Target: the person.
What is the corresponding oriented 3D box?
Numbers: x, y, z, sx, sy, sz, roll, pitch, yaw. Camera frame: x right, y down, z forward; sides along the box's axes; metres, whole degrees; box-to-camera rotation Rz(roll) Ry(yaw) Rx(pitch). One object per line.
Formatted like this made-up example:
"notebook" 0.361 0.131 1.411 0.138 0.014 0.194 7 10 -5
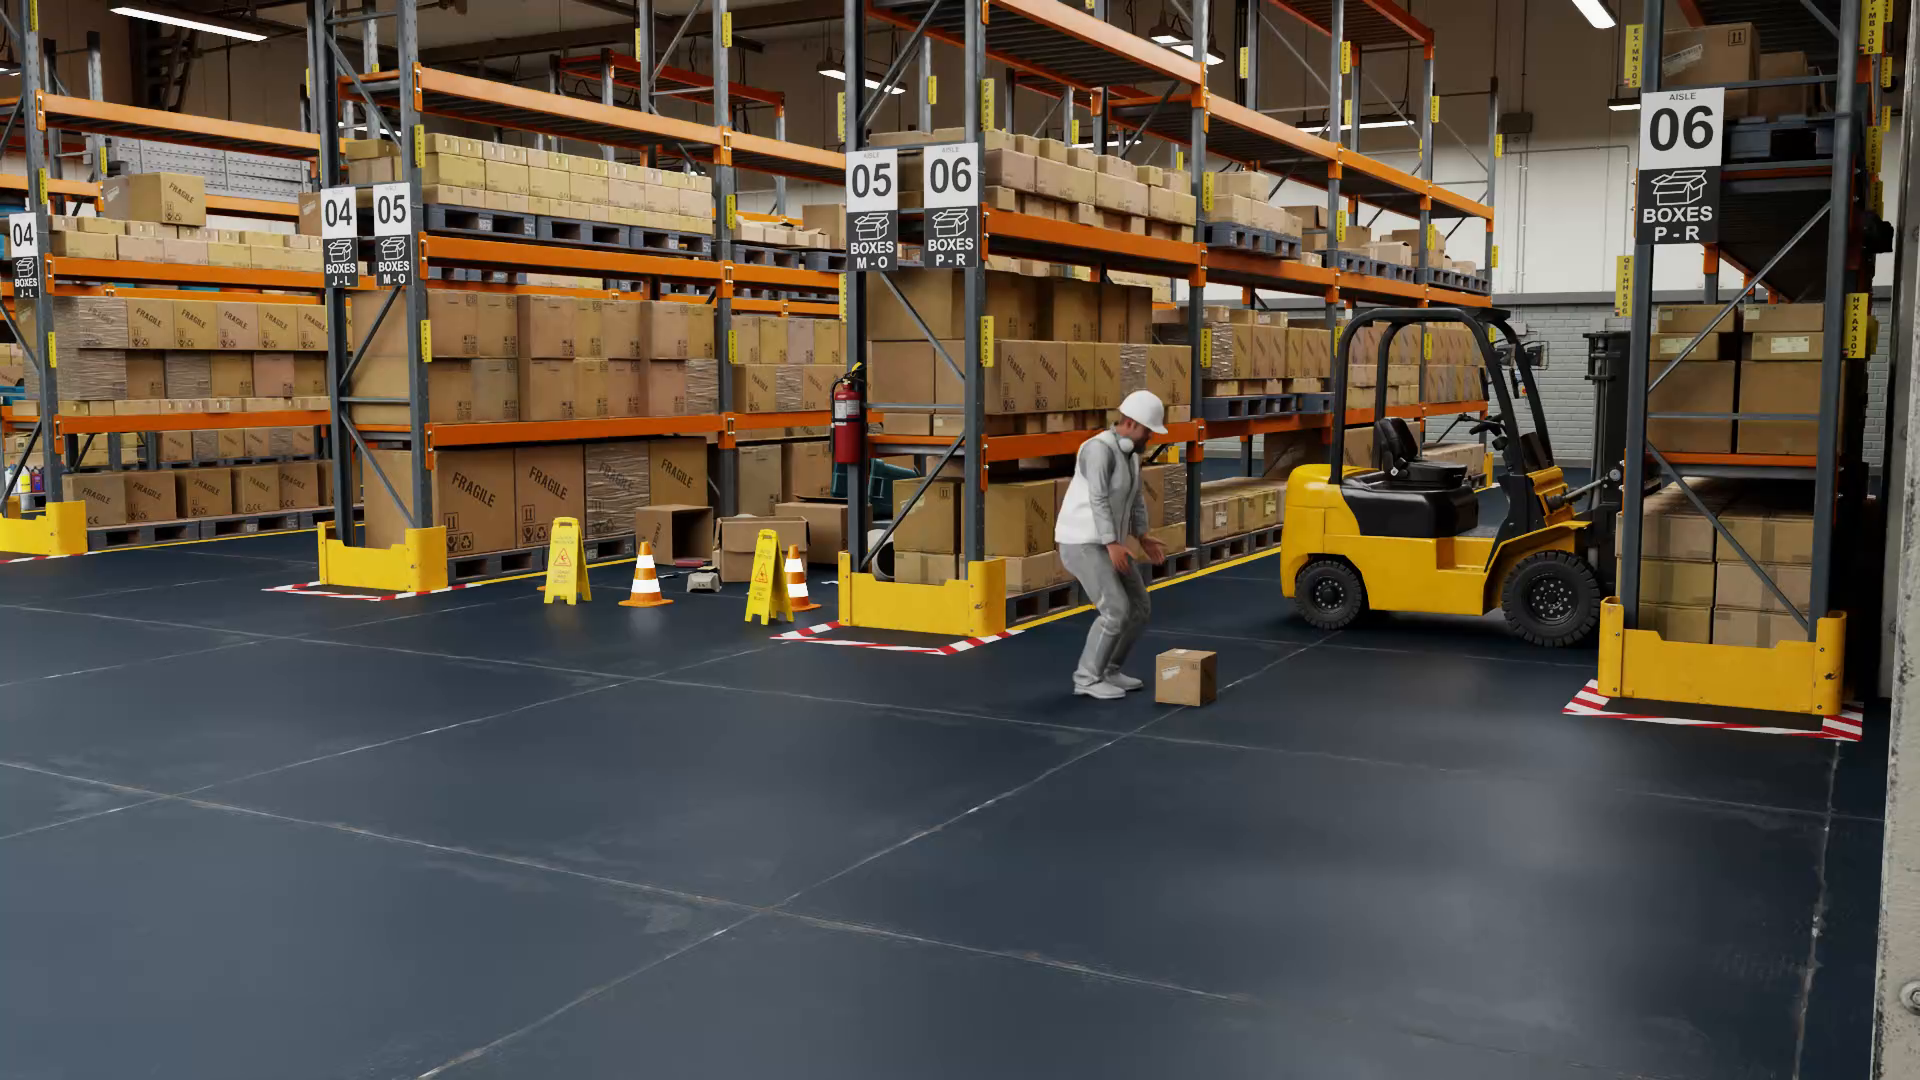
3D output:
"person" 0.835 0.014 9.020 0.581 1.647 0.578 3 7 30
